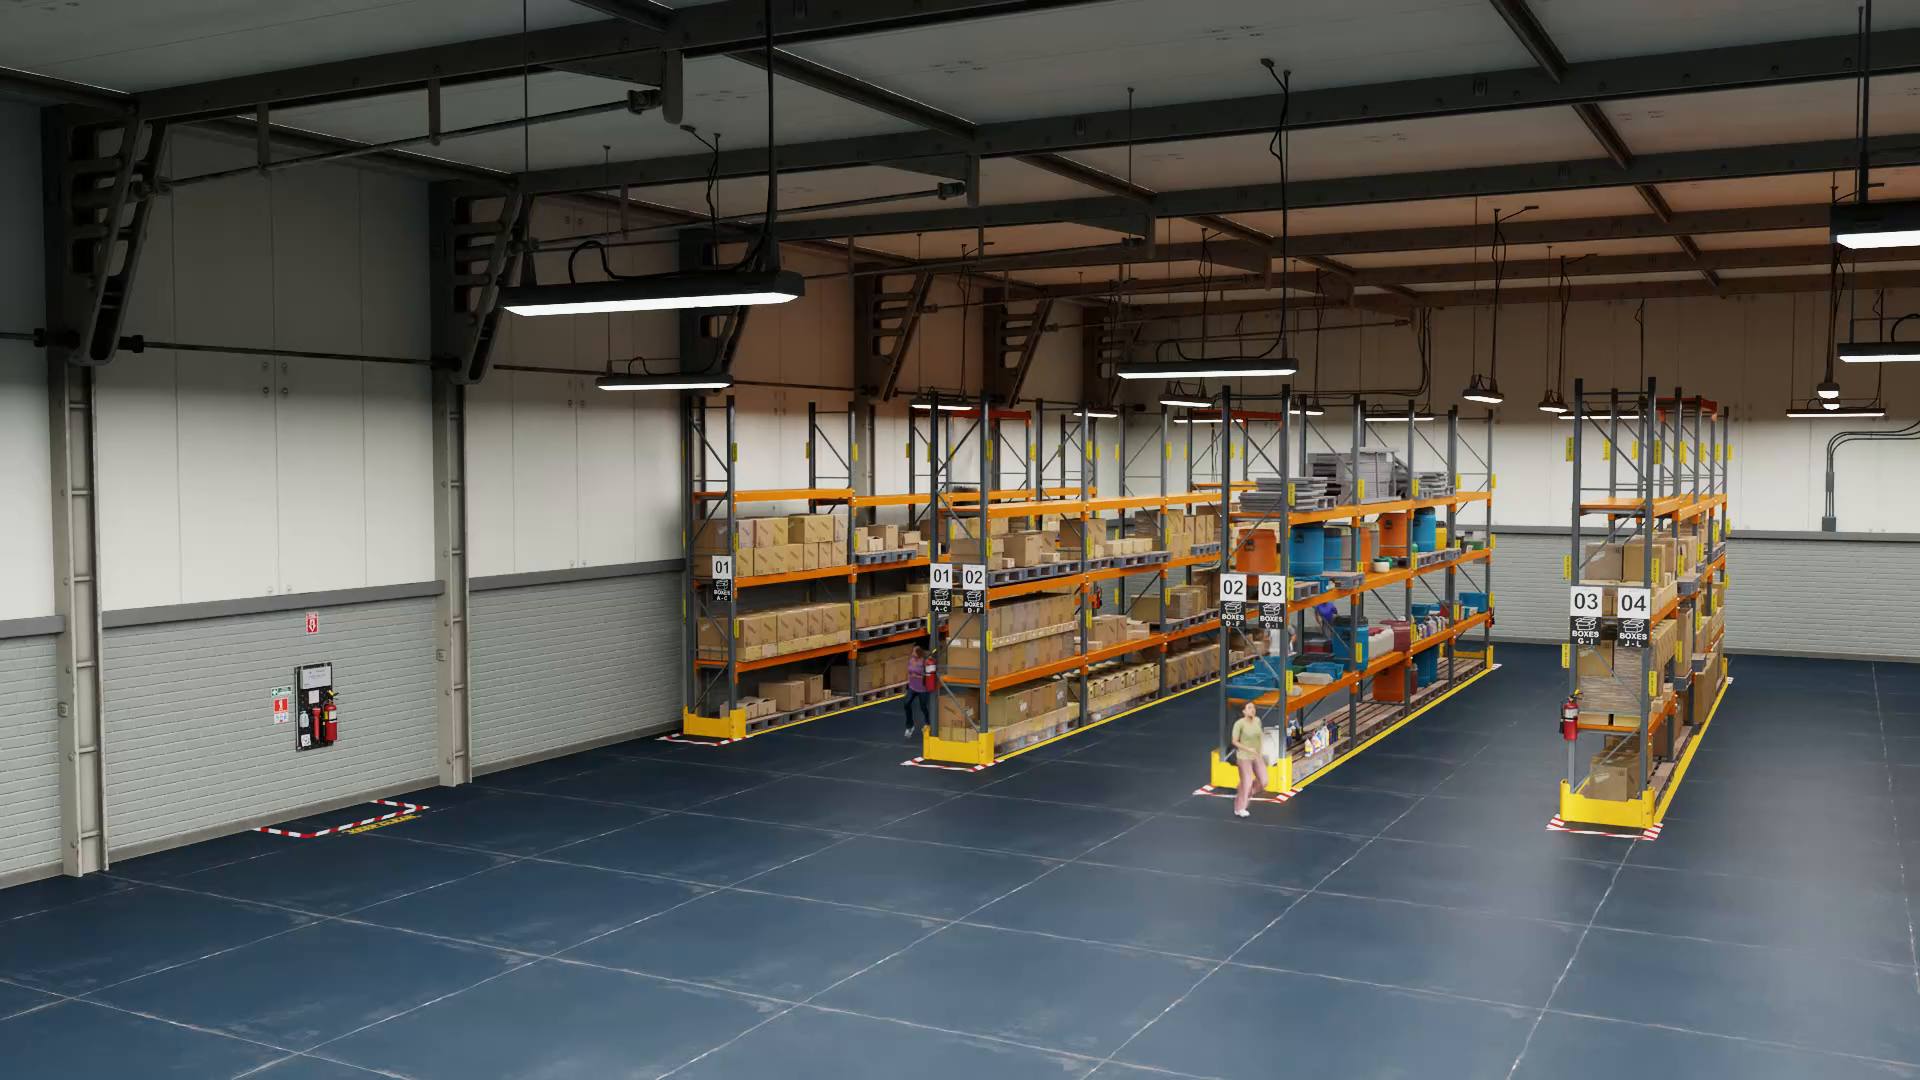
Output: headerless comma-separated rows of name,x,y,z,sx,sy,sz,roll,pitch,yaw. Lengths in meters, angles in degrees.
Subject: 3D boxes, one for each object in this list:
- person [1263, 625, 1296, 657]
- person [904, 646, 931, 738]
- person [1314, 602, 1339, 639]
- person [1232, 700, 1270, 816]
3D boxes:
person,6.471,2.330,33.796,0.632,1.824,0.705,1,3,19
person,-0.697,2.671,29.347,0.514,1.629,0.761,2,3,29
person,8.891,2.105,40.228,0.628,1.593,0.785,1,3,15
person,3.981,2.988,22.742,0.599,1.619,0.610,-1,3,-25
